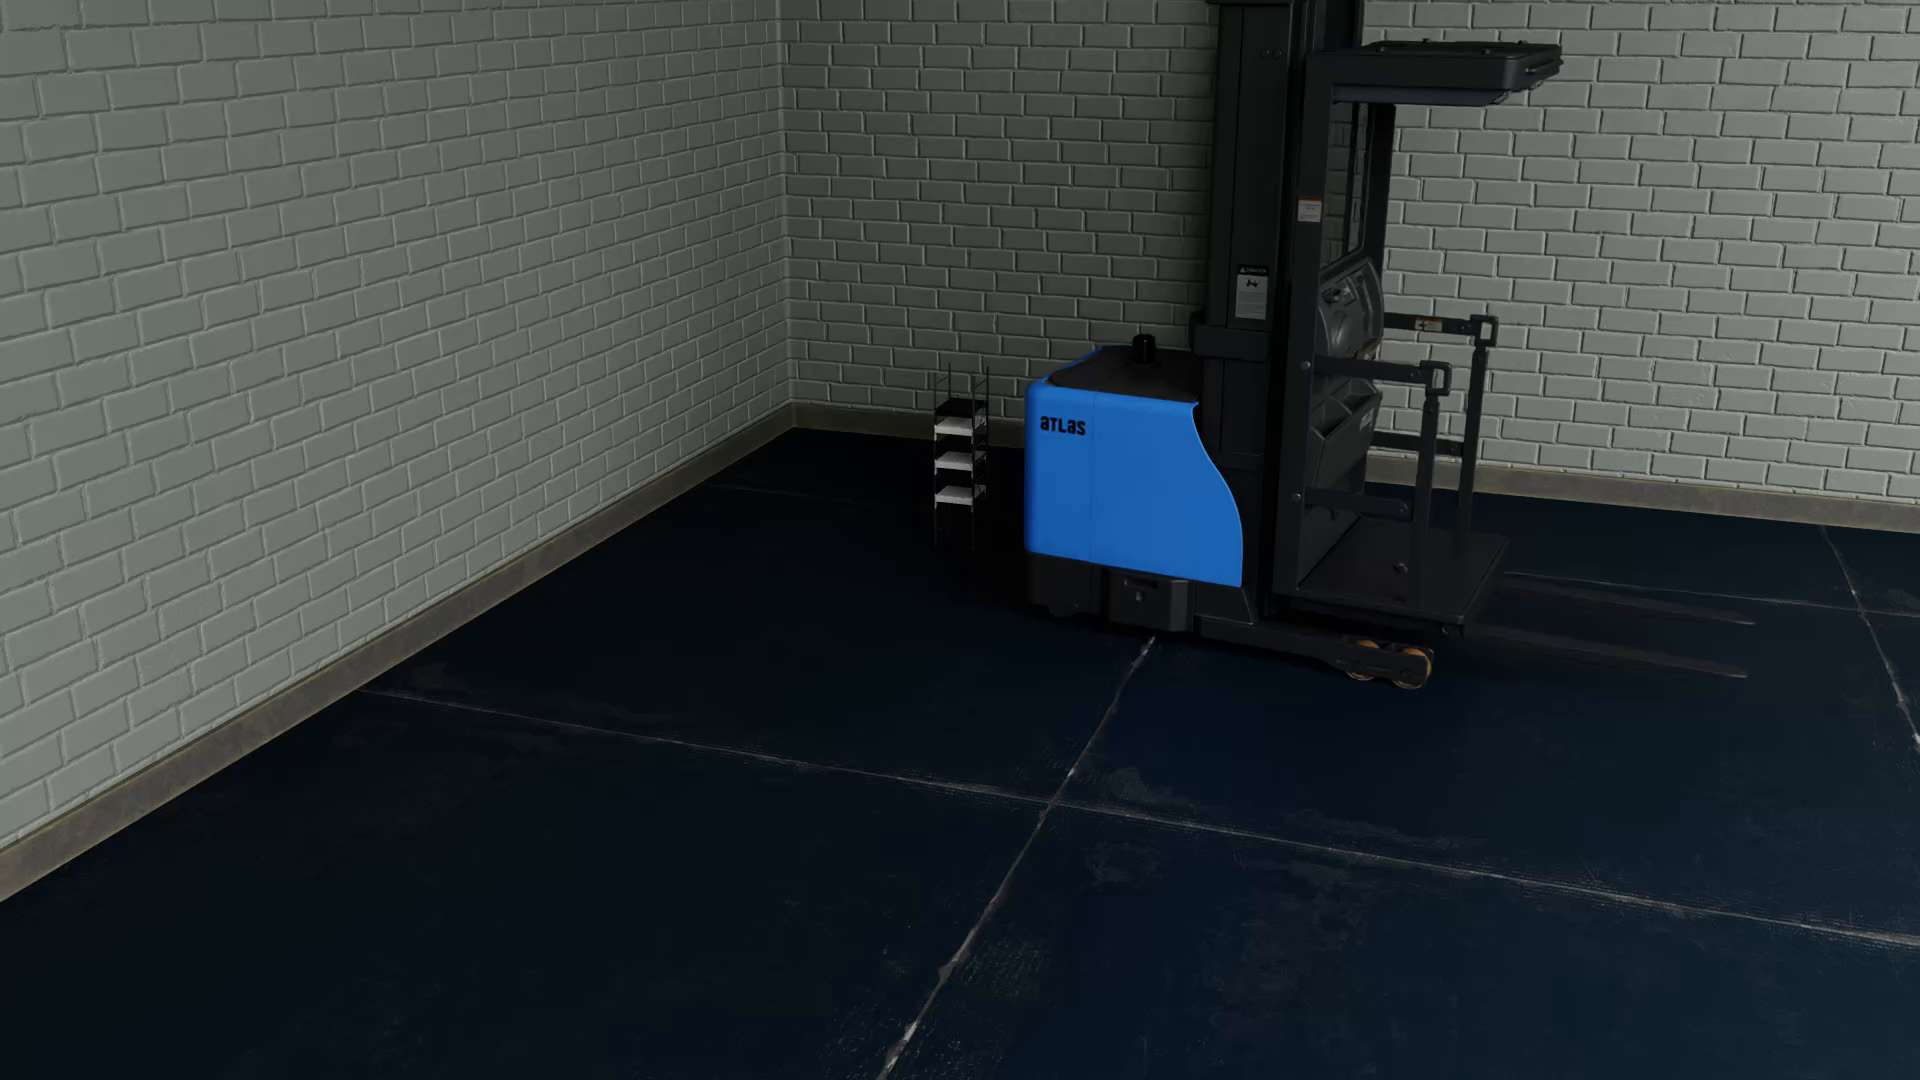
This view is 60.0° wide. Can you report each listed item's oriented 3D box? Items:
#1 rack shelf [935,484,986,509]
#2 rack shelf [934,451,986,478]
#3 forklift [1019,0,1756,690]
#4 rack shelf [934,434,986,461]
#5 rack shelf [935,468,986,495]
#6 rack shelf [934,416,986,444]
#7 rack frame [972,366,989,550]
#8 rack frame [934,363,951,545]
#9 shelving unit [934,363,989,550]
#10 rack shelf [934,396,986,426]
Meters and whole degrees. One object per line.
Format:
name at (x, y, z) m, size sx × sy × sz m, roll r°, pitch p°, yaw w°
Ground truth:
rack shelf at (0.008, -0.223, 8.496) m, size 0.200 × 0.077 × 0.258 m, roll 7°, pitch 20°, yaw 18°
rack shelf at (0.008, -0.393, 8.437) m, size 0.200 × 0.077 × 0.258 m, roll 7°, pitch 20°, yaw 18°
forklift at (1.823, -0.970, 6.907) m, size 3.031 × 2.935 × 1.130 m, roll 10°, pitch 21°, yaw 25°
rack shelf at (0.008, -0.478, 8.407) m, size 0.200 × 0.077 × 0.258 m, roll 7°, pitch 20°, yaw 18°
rack shelf at (0.008, -0.308, 8.466) m, size 0.200 × 0.077 × 0.258 m, roll 7°, pitch 20°, yaw 18°
rack shelf at (0.008, -0.563, 8.377) m, size 0.200 × 0.077 × 0.258 m, roll 7°, pitch 20°, yaw 18°
rack frame at (0.104, -0.413, 8.394) m, size 0.006 × 0.900 × 0.240 m, roll 7°, pitch 20°, yaw 18°
rack frame at (-0.088, -0.435, 8.457) m, size 0.006 × 0.900 × 0.240 m, roll 7°, pitch 20°, yaw 18°
shelving unit at (0.008, -0.424, 8.426) m, size 0.210 × 0.900 × 0.258 m, roll 7°, pitch 20°, yaw 18°
rack shelf at (0.008, -0.648, 8.348) m, size 0.200 × 0.077 × 0.258 m, roll 7°, pitch 20°, yaw 18°
